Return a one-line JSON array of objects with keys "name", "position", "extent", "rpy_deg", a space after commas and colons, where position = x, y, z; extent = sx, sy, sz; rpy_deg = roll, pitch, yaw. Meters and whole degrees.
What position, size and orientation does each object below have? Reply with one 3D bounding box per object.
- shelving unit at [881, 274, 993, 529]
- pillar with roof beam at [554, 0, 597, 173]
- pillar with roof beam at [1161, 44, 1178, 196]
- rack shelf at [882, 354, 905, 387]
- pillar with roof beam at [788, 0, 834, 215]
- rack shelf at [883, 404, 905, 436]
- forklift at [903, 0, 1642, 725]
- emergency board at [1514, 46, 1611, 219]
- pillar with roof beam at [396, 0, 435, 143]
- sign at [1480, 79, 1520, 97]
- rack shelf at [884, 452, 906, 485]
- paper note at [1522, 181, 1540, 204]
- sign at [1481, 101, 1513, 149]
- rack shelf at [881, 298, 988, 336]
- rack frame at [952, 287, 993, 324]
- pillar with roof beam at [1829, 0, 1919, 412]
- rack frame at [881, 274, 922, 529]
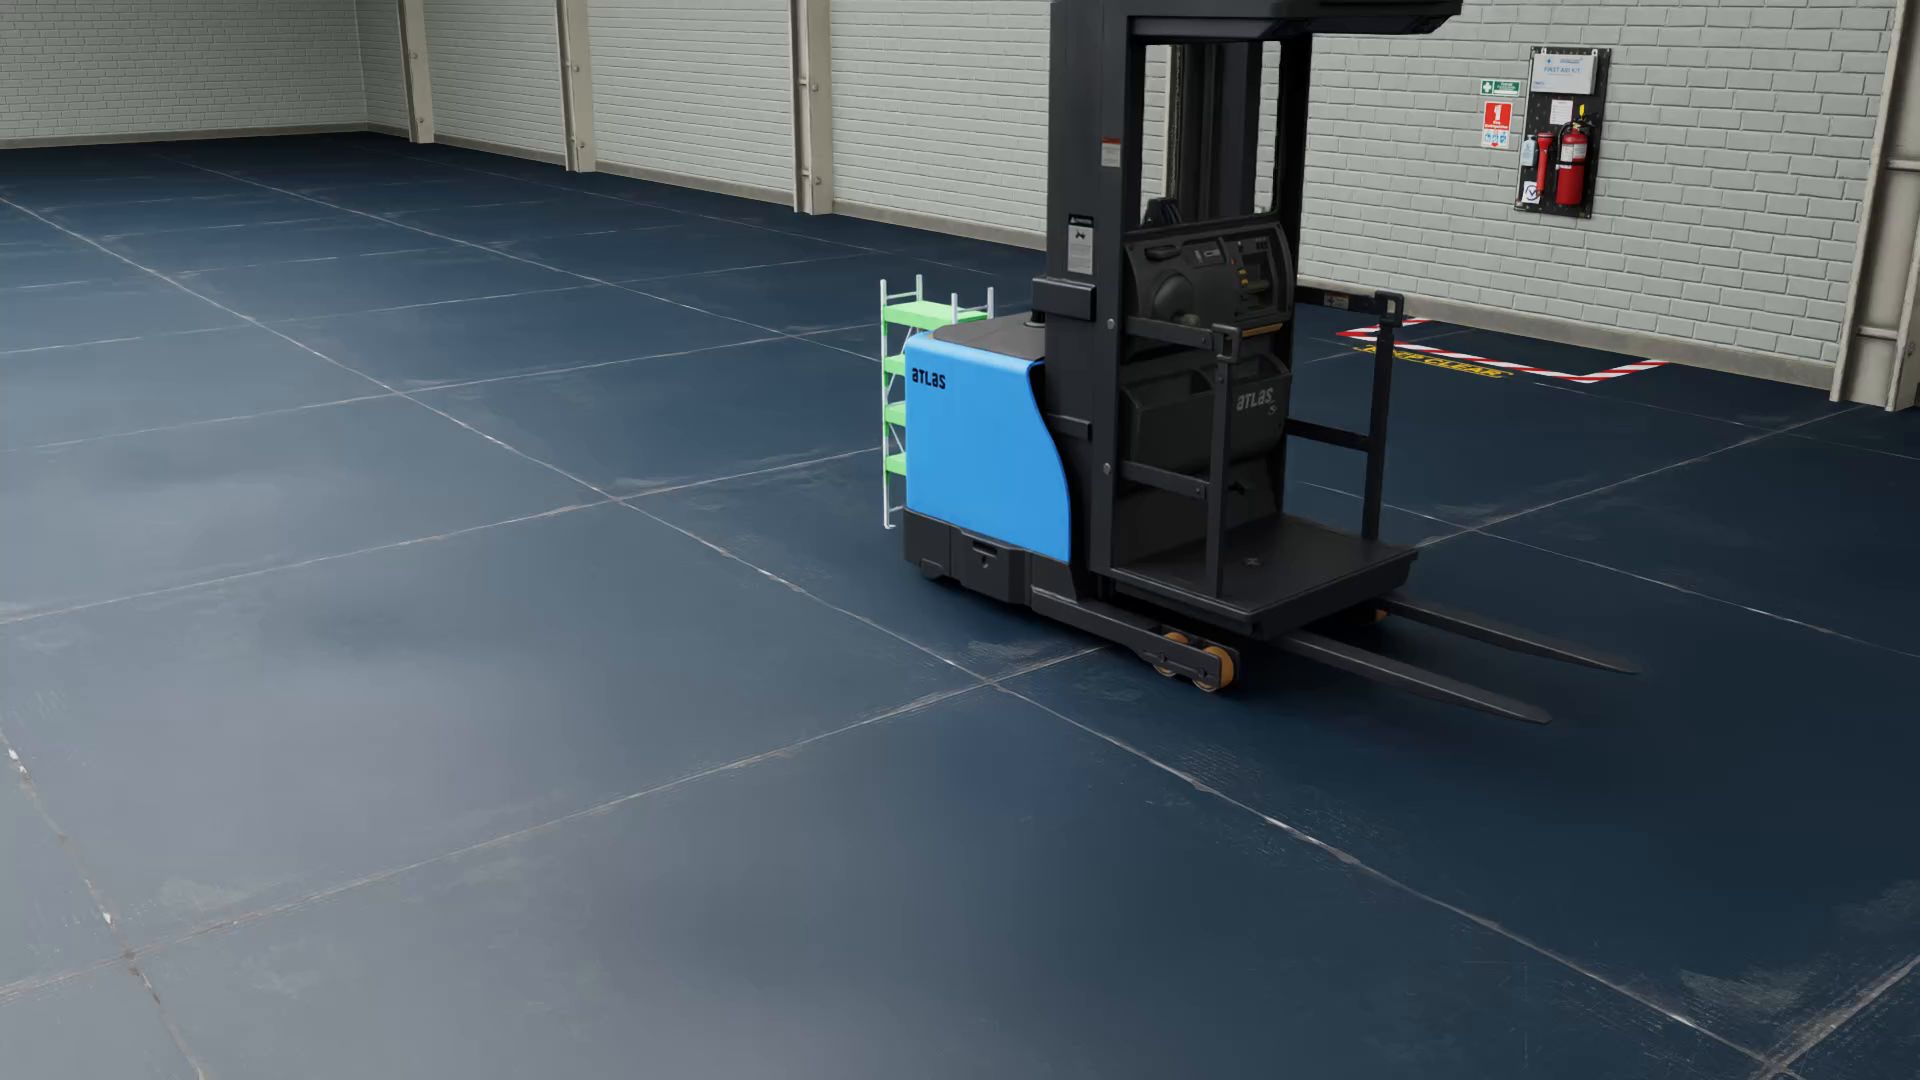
[{"name": "shelving unit", "position": [-0.108, -0.595, 7.751], "extent": [0.258, 1.200, 0.503], "rpy_deg": [-16, 24, -40]}, {"name": "pillar with roof beam", "position": [-8.802, -8.734, 19.924], "extent": [9.100, 9.000, 0.400], "rpy_deg": [-14, 23, -36]}, {"name": "pillar with roof beam", "position": [-1.351, -5.777, 10.994], "extent": [9.100, 9.000, 0.400], "rpy_deg": [-14, 23, -36]}, {"name": "rack shelf", "position": [-0.108, -0.762, 7.696], "extent": [0.258, 0.148, 0.480], "rpy_deg": [-16, 24, -40]}, {"name": "pillar with roof beam", "position": [-5.076, -7.256, 15.459], "extent": [9.100, 9.000, 0.400], "rpy_deg": [-14, 23, -36]}, {"name": "rack shelf", "position": [-0.108, -0.535, 7.771], "extent": [0.258, 0.148, 0.480], "rpy_deg": [-16, 24, -40]}, {"name": "forklift", "position": [1.112, -1.010, 6.249], "extent": [1.130, 2.935, 3.031], "rpy_deg": [-16, 24, -40]}, {"name": "emergency board", "position": [4.245, -2.907, 11.871], "extent": [0.194, 1.169, 0.643], "rpy_deg": [-14, 23, -36]}, {"name": "pillar with roof beam", "position": [-12.527, -10.213, 24.389], "extent": [9.100, 9.000, 0.400], "rpy_deg": [-14, 23, -36]}, {"name": "sign", "position": [3.978, -3.329, 12.246], "extent": [0.001, 0.109, 0.331], "rpy_deg": [-14, 23, -36]}, {"name": "rack shelf", "position": [-0.108, -0.307, 7.847], "extent": [0.258, 0.148, 0.480], "rpy_deg": [-16, 24, -40]}, {"name": "paper note", "position": [4.189, -2.546, 12.182], "extent": [0.016, 0.148, 0.142], "rpy_deg": [-14, 23, -36]}, {"name": "sign", "position": [3.982, -3.081, 12.338], "extent": [0.001, 0.329, 0.234], "rpy_deg": [-14, 23, -36]}, {"name": "rack shelf", "position": [-0.108, -0.990, 7.620], "extent": [0.258, 0.148, 0.480], "rpy_deg": [-16, 24, -40]}, {"name": "rack frame", "position": [0.057, -0.539, 7.580], "extent": [0.240, 1.200, 0.015], "rpy_deg": [-16, 24, -40]}, {"name": "pillar with roof beam", "position": [2.374, -4.299, 6.529], "extent": [9.100, 9.000, 0.400], "rpy_deg": [-14, 23, -36]}, {"name": "rack frame", "position": [-0.273, -0.652, 7.922], "extent": [0.240, 1.200, 0.015], "rpy_deg": [-16, 24, -40]}]
